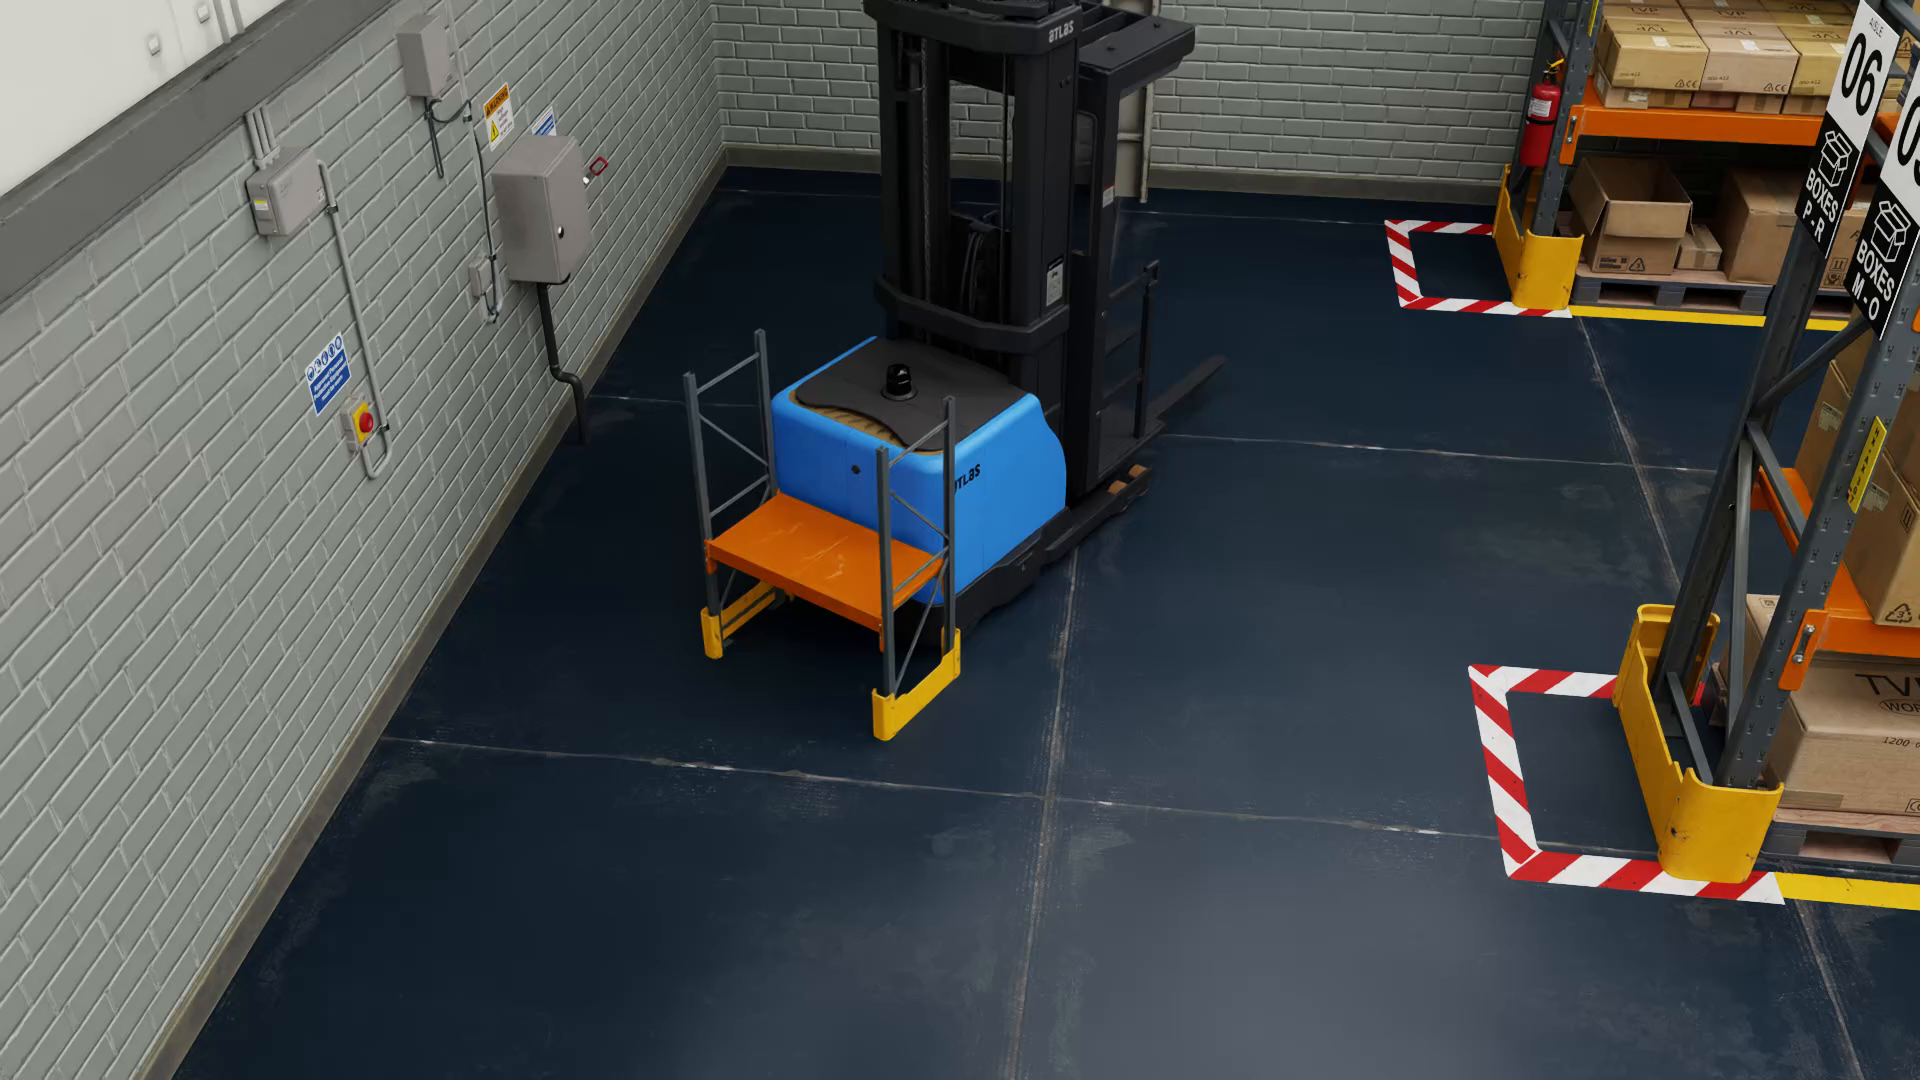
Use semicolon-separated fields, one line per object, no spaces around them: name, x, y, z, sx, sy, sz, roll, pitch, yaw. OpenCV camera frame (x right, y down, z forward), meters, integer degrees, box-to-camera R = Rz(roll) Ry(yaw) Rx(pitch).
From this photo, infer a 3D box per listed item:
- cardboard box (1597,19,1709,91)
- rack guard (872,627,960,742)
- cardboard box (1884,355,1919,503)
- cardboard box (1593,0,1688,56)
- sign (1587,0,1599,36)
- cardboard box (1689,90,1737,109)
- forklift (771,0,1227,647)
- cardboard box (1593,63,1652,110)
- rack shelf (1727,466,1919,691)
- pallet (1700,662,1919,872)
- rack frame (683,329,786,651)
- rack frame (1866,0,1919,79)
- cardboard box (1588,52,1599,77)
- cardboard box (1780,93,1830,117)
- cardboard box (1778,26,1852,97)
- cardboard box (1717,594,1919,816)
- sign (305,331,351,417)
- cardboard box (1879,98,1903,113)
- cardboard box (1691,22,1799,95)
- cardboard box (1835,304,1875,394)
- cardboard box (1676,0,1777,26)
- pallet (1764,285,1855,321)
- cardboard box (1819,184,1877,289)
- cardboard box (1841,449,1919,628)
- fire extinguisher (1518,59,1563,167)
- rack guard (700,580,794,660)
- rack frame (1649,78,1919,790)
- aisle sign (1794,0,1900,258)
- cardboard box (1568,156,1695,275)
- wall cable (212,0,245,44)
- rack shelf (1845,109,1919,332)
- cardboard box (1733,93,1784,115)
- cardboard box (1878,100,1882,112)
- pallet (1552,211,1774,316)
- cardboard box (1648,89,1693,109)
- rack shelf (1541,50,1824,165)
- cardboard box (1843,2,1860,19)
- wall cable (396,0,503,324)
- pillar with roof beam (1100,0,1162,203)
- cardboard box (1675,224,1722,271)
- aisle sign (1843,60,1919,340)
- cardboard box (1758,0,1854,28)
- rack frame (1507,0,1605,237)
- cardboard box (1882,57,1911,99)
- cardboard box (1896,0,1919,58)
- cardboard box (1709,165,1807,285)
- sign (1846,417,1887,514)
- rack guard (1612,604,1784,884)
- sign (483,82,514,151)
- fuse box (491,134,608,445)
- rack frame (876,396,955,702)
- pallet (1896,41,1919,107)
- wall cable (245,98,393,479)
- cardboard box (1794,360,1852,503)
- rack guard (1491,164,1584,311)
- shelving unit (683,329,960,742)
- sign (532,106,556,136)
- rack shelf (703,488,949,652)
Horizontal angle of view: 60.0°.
cardboard box;4.149;-2.915;9.982;0.500;0.250;0.500;4;36;6
rack guard;-0.192;0.641;7.494;0.087;0.250;0.587;22;41;28
cardboard box;3.545;-0.432;5.683;0.500;0.500;0.500;4;36;5
cardboard box;4.224;-3.223;10.414;0.500;0.250;0.500;5;36;7
sign;3.665;-3.084;9.600;0.005;0.325;0.100;4;36;6
cardboard box;4.548;-2.768;10.119;0.250;0.149;0.380;4;36;5
forklift;0.389;-1.494;8.177;1.130;2.935;3.031;24;42;29
cardboard box;4.025;-2.759;10.107;0.250;0.149;0.380;4;36;6
rack shelf;5.089;0.257;6.284;4.000;0.370;1.077;4;36;6
pallet;3.908;0.966;7.073;1.213;0.211;1.003;4;36;6
rack frame;-1.012;-0.197;7.593;0.032;1.500;0.500;22;41;28
rack frame;3.105;-2.625;4.539;0.127;3.000;1.000;4;36;6
cardboard box;4.096;-3.072;10.545;0.250;0.149;0.380;4;36;5
cardboard box;5.055;-2.697;10.020;0.250;0.149;0.380;5;36;7
cardboard box;5.153;-2.842;9.881;0.500;0.250;0.500;4;36;5
cardboard box;3.772;0.680;6.917;0.875;0.438;0.875;3;36;4
sign;-2.558;-0.674;6.737;0.001;0.218;0.327;4;36;6
cardboard box;5.560;-2.628;9.923;0.250;0.149;0.380;5;36;7
cardboard box;4.649;-2.878;9.930;0.500;0.250;0.500;5;36;6
cardboard box;3.614;-0.733;6.105;0.500;0.500;0.500;5;36;8
cardboard box;4.735;-3.184;10.359;0.500;0.250;0.500;4;36;6
pallet;5.806;-1.753;10.882;1.213;0.211;1.003;4;36;6
cardboard box;5.683;-1.915;10.499;0.500;0.500;0.500;5;36;7
cardboard box;3.545;-0.023;5.972;0.500;0.500;0.500;4;36;6
fire extinguisher;3.529;-2.605;10.063;0.183;0.674;0.296;4;36;6
rack guard;-1.011;0.312;7.955;0.087;0.250;0.587;22;41;28
rack frame;3.105;-0.184;6.282;0.127;3.000;1.000;4;36;6
aisle sign;3.073;-1.426;5.785;0.004;0.787;0.394;4;36;6
cardboard box;4.328;-2.099;10.753;0.637;0.503;0.797;3;36;4
wall cable;-2.573;-2.884;4.902;0.029;3.000;0.463;4;36;6
rack shelf;5.089;-0.964;5.412;4.000;0.370;1.077;4;36;6
cardboard box;4.791;-2.714;10.043;0.250;0.149;0.380;5;36;7
cardboard box;5.296;-2.635;9.934;0.250;0.149;0.380;3;36;5
pallet;4.600;-1.845;11.010;1.213;0.211;1.003;4;36;6
cardboard box;4.283;-2.767;10.118;0.250;0.149;0.380;5;36;7
rack shelf;5.717;-2.603;10.292;4.000;0.370;1.077;4;36;6
cardboard box;5.744;-3.106;10.250;0.500;0.250;0.500;4;36;6
wall cable;-2.322;-1.819;7.699;0.122;1.984;0.588;4;36;6
pillar with roof beam;0.626;-3.724;6.079;0.400;9.000;9.100;4;36;6
cardboard box;4.745;-1.901;10.781;0.250;0.149;0.380;3;36;4
aisle sign;2.997;-1.080;5.300;0.004;0.787;0.394;4;36;6
cardboard box;5.225;-3.145;10.304;0.500;0.250;0.500;5;36;7
rack frame;3.734;-3.044;10.290;0.127;3.000;1.000;4;36;6
cardboard box;5.662;-2.817;9.845;0.500;0.250;0.500;3;36;5
cardboard box;5.637;-3.110;9.609;0.500;0.500;0.500;5;36;7
cardboard box;5.171;-2.012;10.634;0.500;0.500;0.700;6;36;8
sign;3.028;-0.249;5.560;0.005;0.325;0.100;4;36;6
rack guard;3.081;0.832;7.011;0.348;0.500;1.175;4;36;6
sign;-2.291;-2.107;8.266;0.001;0.242;0.339;4;36;6
fuse box;-2.079;-1.262;8.903;0.414;1.711;0.539;4;36;6
rack frame;-0.176;0.139;7.122;0.032;1.500;0.500;22;41;28
pallet;3.842;-1.320;5.368;1.213;0.211;1.003;4;36;6
wall cable;-2.491;-1.014;6.544;0.123;1.953;0.585;4;36;6
cardboard box;3.617;-0.341;6.417;0.500;0.500;0.500;4;36;6
rack guard;3.809;-2.021;11.008;0.348;0.500;1.175;4;36;6
shelving unit;-0.602;-0.032;7.361;1.083;1.500;0.587;22;41;28
sign;-2.221;-2.048;8.976;0.001;0.494;0.329;4;36;6
rack shelf;-0.594;0.117;7.462;1.000;0.185;0.538;22;41;28
